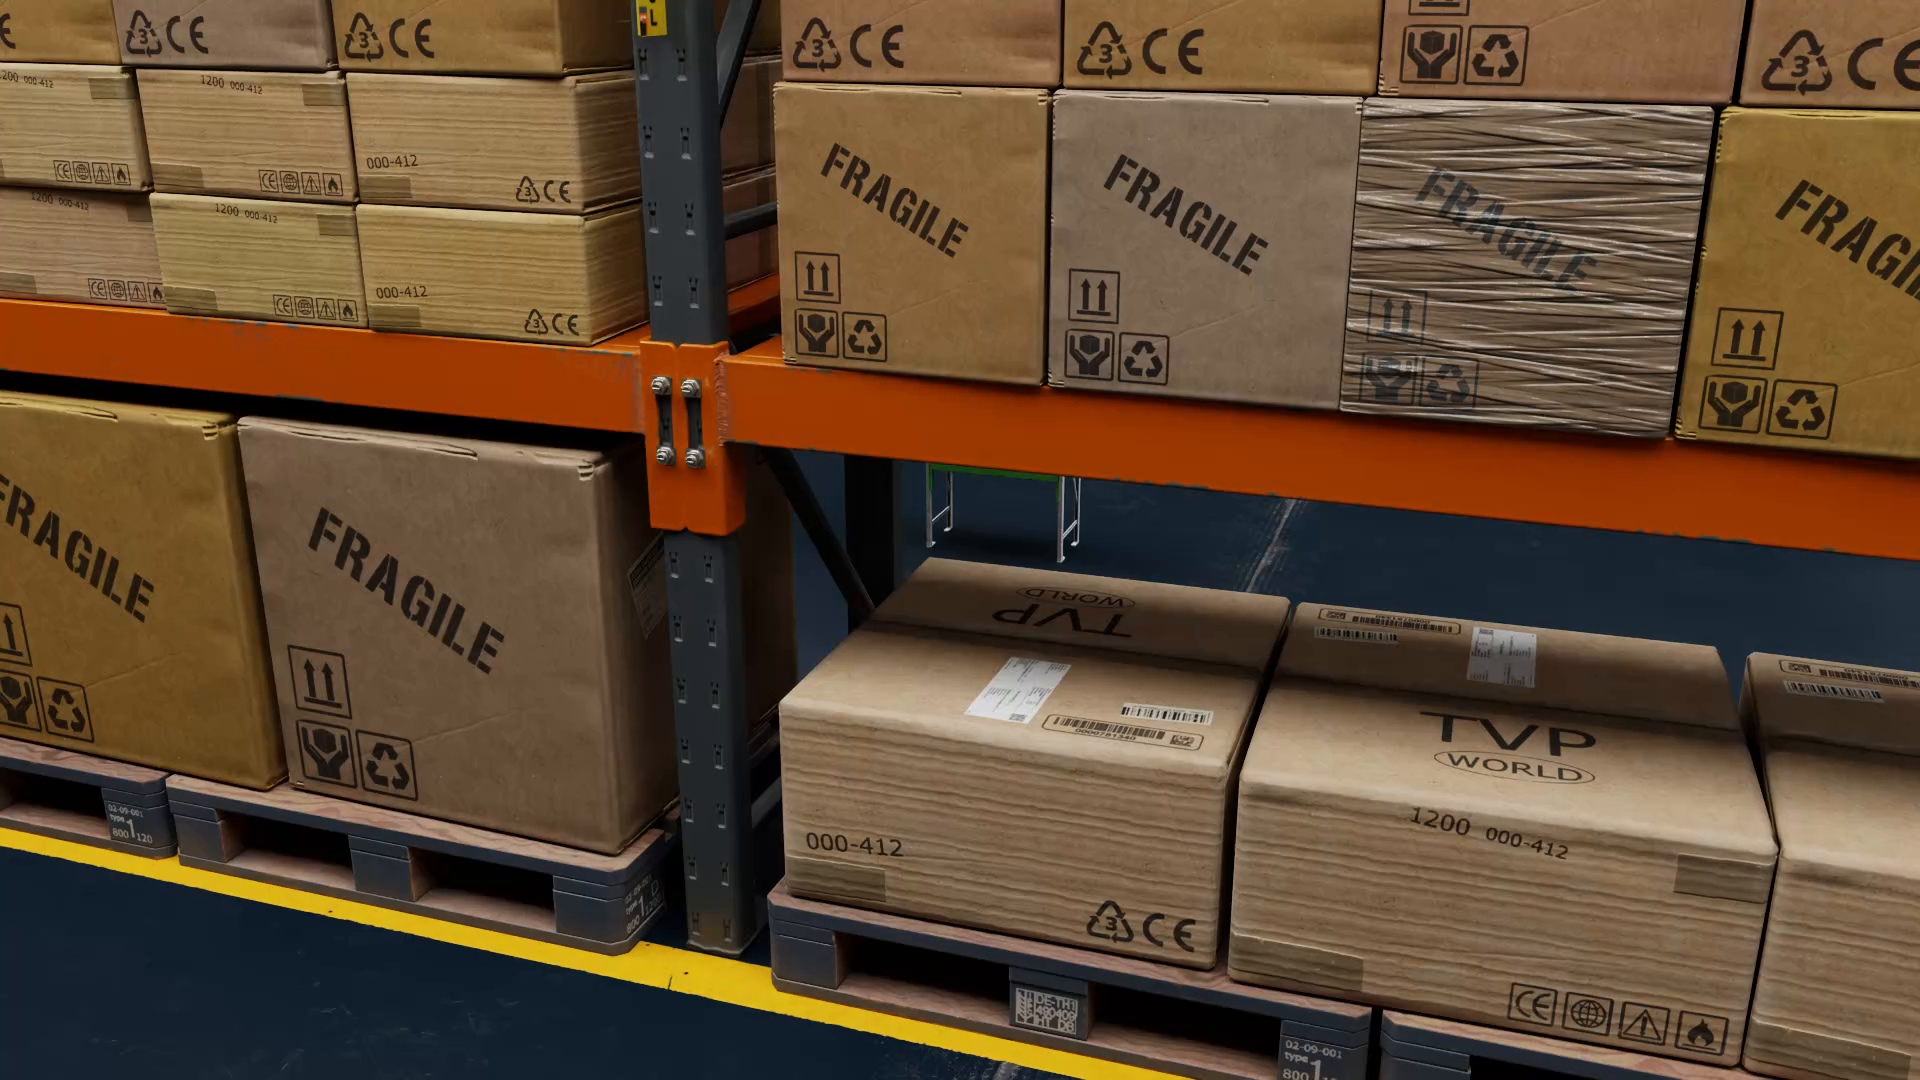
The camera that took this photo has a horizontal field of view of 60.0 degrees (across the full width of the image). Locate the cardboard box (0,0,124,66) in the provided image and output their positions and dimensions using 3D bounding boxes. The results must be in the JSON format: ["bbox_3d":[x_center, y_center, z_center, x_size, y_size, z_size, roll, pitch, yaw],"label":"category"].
[{"bbox_3d":[-1.830,-1.292,3.556,0.500,0.500,0.500,7,20,20],"label":"cardboard box"}]

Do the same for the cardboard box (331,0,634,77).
[{"bbox_3d":[-0.866,-1.178,3.228,0.500,0.500,0.500,7,20,20],"label":"cardboard box"}]

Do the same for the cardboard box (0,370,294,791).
[{"bbox_3d":[-1.830,-0.021,4.169,0.875,0.875,0.875,7,20,20],"label":"cardboard box"}]

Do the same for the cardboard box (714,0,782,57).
[{"bbox_3d":[-0.683,-1.345,3.706,0.500,0.500,0.500,7,20,19],"label":"cardboard box"}]

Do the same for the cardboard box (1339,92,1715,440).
[{"bbox_3d":[0.937,-0.492,2.779,0.500,0.500,0.500,7,20,18],"label":"cardboard box"}]

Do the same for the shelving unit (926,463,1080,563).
[{"bbox_3d":[0.156,-0.549,5.827,0.503,1.200,0.258,7,20,18],"label":"shelving unit"}]

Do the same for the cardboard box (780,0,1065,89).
[{"bbox_3d":[0.008,-1.081,2.950,0.500,0.500,0.500,7,20,18],"label":"cardboard box"}]

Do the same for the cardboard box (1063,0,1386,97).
[{"bbox_3d":[0.483,-1.025,2.787,0.500,0.500,0.500,6,20,17],"label":"cardboard box"}]

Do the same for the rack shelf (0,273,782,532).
[{"bbox_3d":[-2.251,-0.565,4.232,4.000,0.370,1.077,7,20,18],"label":"rack shelf"}]

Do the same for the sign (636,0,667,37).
[{"bbox_3d":[-0.531,-1.028,2.830,0.005,0.325,0.100,7,20,18],"label":"sign"}]

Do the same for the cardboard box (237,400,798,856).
[{"bbox_3d":[-0.974,0.074,3.896,0.875,0.875,0.875,7,20,20],"label":"cardboard box"}]

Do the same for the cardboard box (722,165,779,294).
[{"bbox_3d":[-0.691,-0.747,3.891,0.500,0.250,0.500,6,20,17],"label":"cardboard box"}]

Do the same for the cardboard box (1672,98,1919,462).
[{"bbox_3d":[1.424,-0.437,2.620,0.500,0.500,0.500,7,20,20],"label":"cardboard box"}]

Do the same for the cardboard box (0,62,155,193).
[{"bbox_3d":[-1.824,-0.932,3.660,0.500,0.250,0.500,7,20,19],"label":"cardboard box"}]

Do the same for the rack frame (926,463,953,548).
[{"bbox_3d":[-0.074,-0.575,5.903,0.015,1.200,0.240,7,20,18],"label":"rack frame"}]

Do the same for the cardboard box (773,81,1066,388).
[{"bbox_3d":[-0.005,-0.604,3.099,0.500,0.500,0.500,7,20,20],"label":"cardboard box"}]

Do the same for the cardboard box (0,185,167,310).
[{"bbox_3d":[-1.820,-0.704,3.765,0.500,0.250,0.500,6,20,17],"label":"cardboard box"}]

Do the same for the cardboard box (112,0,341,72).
[{"bbox_3d":[-1.358,-1.232,3.381,0.500,0.500,0.500,7,20,19],"label":"cardboard box"}]

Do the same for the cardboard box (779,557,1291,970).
[{"bbox_3d":[0.196,0.424,3.556,0.875,0.438,0.875,6,20,17],"label":"cardboard box"}]

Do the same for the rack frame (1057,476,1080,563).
[{"bbox_3d":[0.387,-0.522,5.752,0.015,1.200,0.240,7,20,18],"label":"rack frame"}]

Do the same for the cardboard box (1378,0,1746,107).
[{"bbox_3d":[0.964,-0.966,2.619,0.500,0.500,0.500,7,20,19],"label":"cardboard box"}]

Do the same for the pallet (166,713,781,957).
[{"bbox_3d":[-1.116,0.568,4.125,1.213,0.211,1.003,7,20,18],"label":"pallet"}]

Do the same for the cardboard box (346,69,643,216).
[{"bbox_3d":[-0.858,-0.826,3.356,0.500,0.250,0.500,7,20,18],"label":"cardboard box"}]

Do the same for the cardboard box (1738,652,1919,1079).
[{"bbox_3d":[1.893,0.619,2.999,0.875,0.438,0.875,7,20,20],"label":"cardboard box"}]

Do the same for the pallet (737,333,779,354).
[{"bbox_3d":[-0.725,-1.137,9.016,1.213,0.211,1.003,7,20,18],"label":"pallet"}]

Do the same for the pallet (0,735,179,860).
[{"bbox_3d":[-2.272,0.437,4.501,1.213,0.211,1.003,7,20,18],"label":"pallet"}]

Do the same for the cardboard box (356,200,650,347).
[{"bbox_3d":[-0.868,-0.588,3.433,0.500,0.250,0.500,6,20,17],"label":"cardboard box"}]

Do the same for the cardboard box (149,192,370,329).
[{"bbox_3d":[-1.349,-0.643,3.592,0.500,0.250,0.500,6,20,17],"label":"cardboard box"}]

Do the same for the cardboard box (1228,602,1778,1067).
[{"bbox_3d":[1.042,0.521,3.280,0.875,0.438,0.875,6,20,16],"label":"cardboard box"}]

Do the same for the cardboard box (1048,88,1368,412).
[{"bbox_3d":[0.469,-0.548,2.939,0.500,0.500,0.500,7,20,18],"label":"cardboard box"}]

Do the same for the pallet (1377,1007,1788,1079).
[{"bbox_3d":[1.487,0.866,3.271,1.213,0.211,1.003,7,20,18],"label":"pallet"}]

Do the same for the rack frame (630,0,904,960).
[{"bbox_3d":[-0.362,-0.688,3.494,0.127,3.000,1.000,7,20,18],"label":"rack frame"}]

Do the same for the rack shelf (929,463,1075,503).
[{"bbox_3d":[0.156,-0.262,5.927,0.480,0.148,0.258,7,20,18],"label":"rack shelf"}]

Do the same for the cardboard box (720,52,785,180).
[{"bbox_3d":[-0.685,-0.989,3.824,0.500,0.250,0.500,6,20,16],"label":"cardboard box"}]

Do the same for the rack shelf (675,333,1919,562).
[{"bbox_3d":[1.527,-0.133,2.993,4.000,0.370,1.077,7,20,18],"label":"rack shelf"}]

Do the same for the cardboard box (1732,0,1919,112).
[{"bbox_3d":[1.439,-0.910,2.460,0.500,0.500,0.500,6,20,18],"label":"cardboard box"}]

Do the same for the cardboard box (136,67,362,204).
[{"bbox_3d":[-1.333,-0.877,3.505,0.500,0.250,0.500,7,20,19],"label":"cardboard box"}]

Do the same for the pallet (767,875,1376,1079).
[{"bbox_3d":[0.331,0.735,3.648,1.213,0.211,1.003,7,20,18],"label":"pallet"}]
